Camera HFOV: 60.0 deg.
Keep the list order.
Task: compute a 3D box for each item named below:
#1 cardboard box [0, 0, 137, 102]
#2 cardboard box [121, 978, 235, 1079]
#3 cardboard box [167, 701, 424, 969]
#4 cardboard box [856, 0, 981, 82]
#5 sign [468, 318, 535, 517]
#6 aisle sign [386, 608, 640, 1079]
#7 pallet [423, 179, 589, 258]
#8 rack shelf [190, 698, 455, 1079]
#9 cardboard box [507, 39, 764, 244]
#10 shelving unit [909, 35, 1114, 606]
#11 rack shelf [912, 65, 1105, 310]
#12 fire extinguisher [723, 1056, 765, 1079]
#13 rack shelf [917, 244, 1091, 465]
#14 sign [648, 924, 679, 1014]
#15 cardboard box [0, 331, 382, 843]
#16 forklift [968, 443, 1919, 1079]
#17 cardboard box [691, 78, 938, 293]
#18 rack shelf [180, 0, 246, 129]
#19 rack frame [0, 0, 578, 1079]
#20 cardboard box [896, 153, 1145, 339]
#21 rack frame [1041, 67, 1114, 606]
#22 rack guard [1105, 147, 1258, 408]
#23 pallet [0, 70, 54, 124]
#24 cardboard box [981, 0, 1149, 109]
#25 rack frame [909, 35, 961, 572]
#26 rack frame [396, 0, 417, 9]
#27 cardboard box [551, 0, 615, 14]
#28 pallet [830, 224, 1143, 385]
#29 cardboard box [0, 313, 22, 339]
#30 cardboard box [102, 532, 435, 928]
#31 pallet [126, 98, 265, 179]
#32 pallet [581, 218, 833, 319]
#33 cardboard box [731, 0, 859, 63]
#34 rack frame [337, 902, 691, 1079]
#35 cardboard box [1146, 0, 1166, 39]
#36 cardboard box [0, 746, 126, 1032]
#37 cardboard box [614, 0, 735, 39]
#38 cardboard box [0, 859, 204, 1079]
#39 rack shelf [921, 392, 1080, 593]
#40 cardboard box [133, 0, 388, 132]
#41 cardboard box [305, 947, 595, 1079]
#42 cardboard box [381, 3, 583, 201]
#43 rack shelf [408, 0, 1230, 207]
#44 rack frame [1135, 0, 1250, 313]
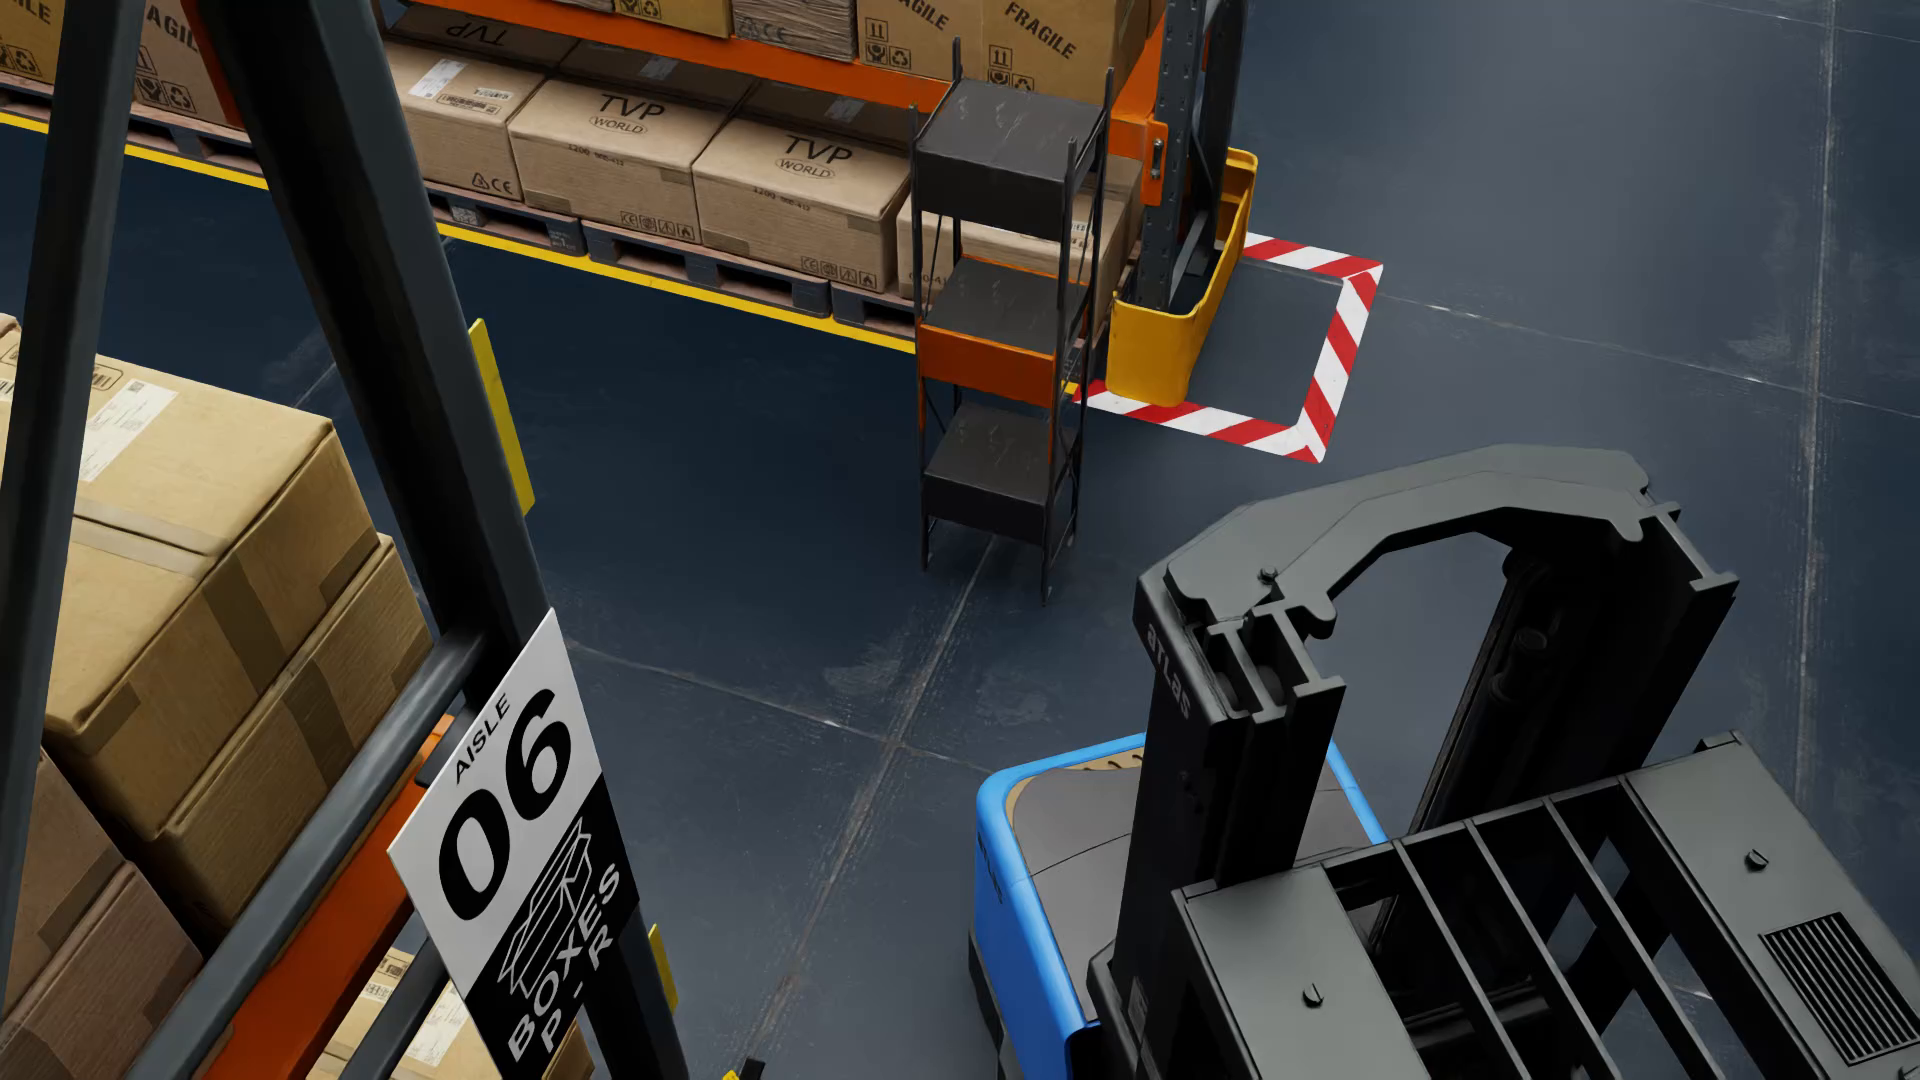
[{"bbox_3d":[-4.271,-2.816,8.100,0.875,0.875,0.875,17,51,14],"label":"cardboard box"},{"bbox_3d":[-1.156,0.709,2.097,0.250,0.149,0.380,17,51,14],"label":"cardboard box"},{"bbox_3d":[-0.994,0.381,2.382,0.250,0.149,0.380,17,51,14],"label":"cardboard box"},{"bbox_3d":[-0.069,-2.104,6.288,0.500,0.500,0.500,15,51,12],"label":"cardboard box"},{"bbox_3d":[-0.588,-0.124,2.075,0.005,0.325,0.100,16,51,13],"label":"sign"},{"bbox_3d":[-0.610,0.488,2.388,0.004,0.787,0.394,16,51,13],"label":"aisle sign"},{"bbox_3d":[-2.125,-1.870,7.997,1.213,0.211,1.003,16,51,13],"label":"pallet"},{"bbox_3d":[-2.652,0.259,2.798,4.000,0.370,1.077,16,51,13],"label":"rack shelf"},{"bbox_3d":[-1.420,-1.861,7.562,0.875,0.438,0.875,14,51,12],"label":"cardboard box"},{"bbox_3d":[0.155,-0.644,5.685,0.503,2.100,0.431,16,51,13],"label":"shelving unit"},{"bbox_3d":[0.155,-1.094,5.166,0.480,0.518,0.431,16,51,13],"label":"rack shelf"},{"bbox_3d":[-0.478,1.388,3.626,0.183,0.674,0.296,16,51,13],"label":"fire extinguisher"},{"bbox_3d":[0.155,-0.635,5.695,0.480,0.518,0.431,16,51,13],"label":"rack shelf"},{"bbox_3d":[-0.588,0.861,3.212,0.005,0.325,0.100,16,51,13],"label":"sign"},{"bbox_3d":[-1.105,0.041,2.082,0.500,0.250,0.500,15,51,13],"label":"cardboard box"},{"bbox_3d":[0.952,1.346,3.410,1.130,2.935,3.031,-13,50,-11],"label":"forklift"},{"bbox_3d":[-0.574,-1.624,7.356,0.875,0.438,0.875,17,51,14],"label":"cardboard box"},{"bbox_3d":[-2.652,-0.722,1.665,4.000,0.370,1.077,16,51,13],"label":"rack shelf"},{"bbox_3d":[-0.776,-0.435,0.938,0.127,3.000,1.000,16,51,13],"label":"rack frame"},{"bbox_3d":[0.287,-1.390,7.154,0.875,0.438,0.875,14,51,12],"label":"cardboard box"},{"bbox_3d":[0.384,-0.580,5.630,0.015,2.100,0.400,16,51,13],"label":"rack frame"},{"bbox_3d":[0.963,-1.165,7.195,0.348,0.500,1.175,16,51,13],"label":"rack guard"},{"bbox_3d":[-4.710,-2.591,8.622,1.213,0.211,1.003,16,51,13],"label":"pallet"},{"bbox_3d":[0.397,-1.962,6.165,0.500,0.500,0.500,16,51,13],"label":"cardboard box"},{"bbox_3d":[-0.074,-0.708,5.740,0.015,2.100,0.400,16,51,13],"label":"rack frame"},{"bbox_3d":[-2.811,-3.038,7.164,0.127,3.000,1.000,16,51,13],"label":"rack frame"},{"bbox_3d":[-1.527,-2.492,6.625,0.500,0.500,0.500,16,51,13],"label":"cardboard box"},{"bbox_3d":[0.164,-1.231,7.443,1.213,0.211,1.003,16,51,13],"label":"pallet"},{"bbox_3d":[-1.576,-0.106,2.209,0.500,0.250,0.500,15,51,13],"label":"cardboard box"},{"bbox_3d":[-1.097,0.189,2.285,0.500,0.250,0.500,15,51,13],"label":"cardboard box"},{"bbox_3d":[-3.561,-2.273,8.346,1.213,0.211,1.003,16,51,13],"label":"pallet"},{"bbox_3d":[-0.977,-1.551,7.721,1.213,0.211,1.003,16,51,13],"label":"pallet"},{"bbox_3d":[-0.555,-2.231,6.399,0.500,0.500,0.500,17,51,14],"label":"cardboard box"},{"bbox_3d":[-0.776,1.529,3.205,0.127,3.000,1.000,16,51,13],"label":"rack frame"},{"bbox_3d":[0.590,-2.352,6.503,0.500,0.500,0.500,15,51,13],"label":"cardboard box"},{"bbox_3d":[-1.289,0.416,1.757,0.500,0.250,0.500,14,51,12],"label":"cardboard box"},{"bbox_3d":[-1.044,-2.357,6.508,0.500,0.500,0.500,17,51,14],"label":"cardboard box"},{"bbox_3d":[-1.287,0.575,1.950,0.500,0.250,0.500,15,51,12],"label":"cardboard box"},{"bbox_3d":[0.155,-0.177,6.224,0.480,0.518,0.431,16,51,13],"label":"rack shelf"},{"bbox_3d":[-3.421,-2.585,7.899,0.875,0.875,0.875,17,51,14],"label":"cardboard box"},{"bbox_3d":[-1.108,1.171,3.418,0.500,0.250,0.500,16,51,13],"label":"cardboard box"},{"bbox_3d":[-2.260,-2.095,7.765,0.875,0.438,0.875,15,51,13],"label":"cardboard box"},{"bbox_3d":[-0.935,-2.278,6.982,4.000,0.370,1.077,16,51,13],"label":"rack shelf"},{"bbox_3d":[0.941,-1.990,6.256,0.127,3.000,1.000,16,51,13],"label":"rack frame"}]
